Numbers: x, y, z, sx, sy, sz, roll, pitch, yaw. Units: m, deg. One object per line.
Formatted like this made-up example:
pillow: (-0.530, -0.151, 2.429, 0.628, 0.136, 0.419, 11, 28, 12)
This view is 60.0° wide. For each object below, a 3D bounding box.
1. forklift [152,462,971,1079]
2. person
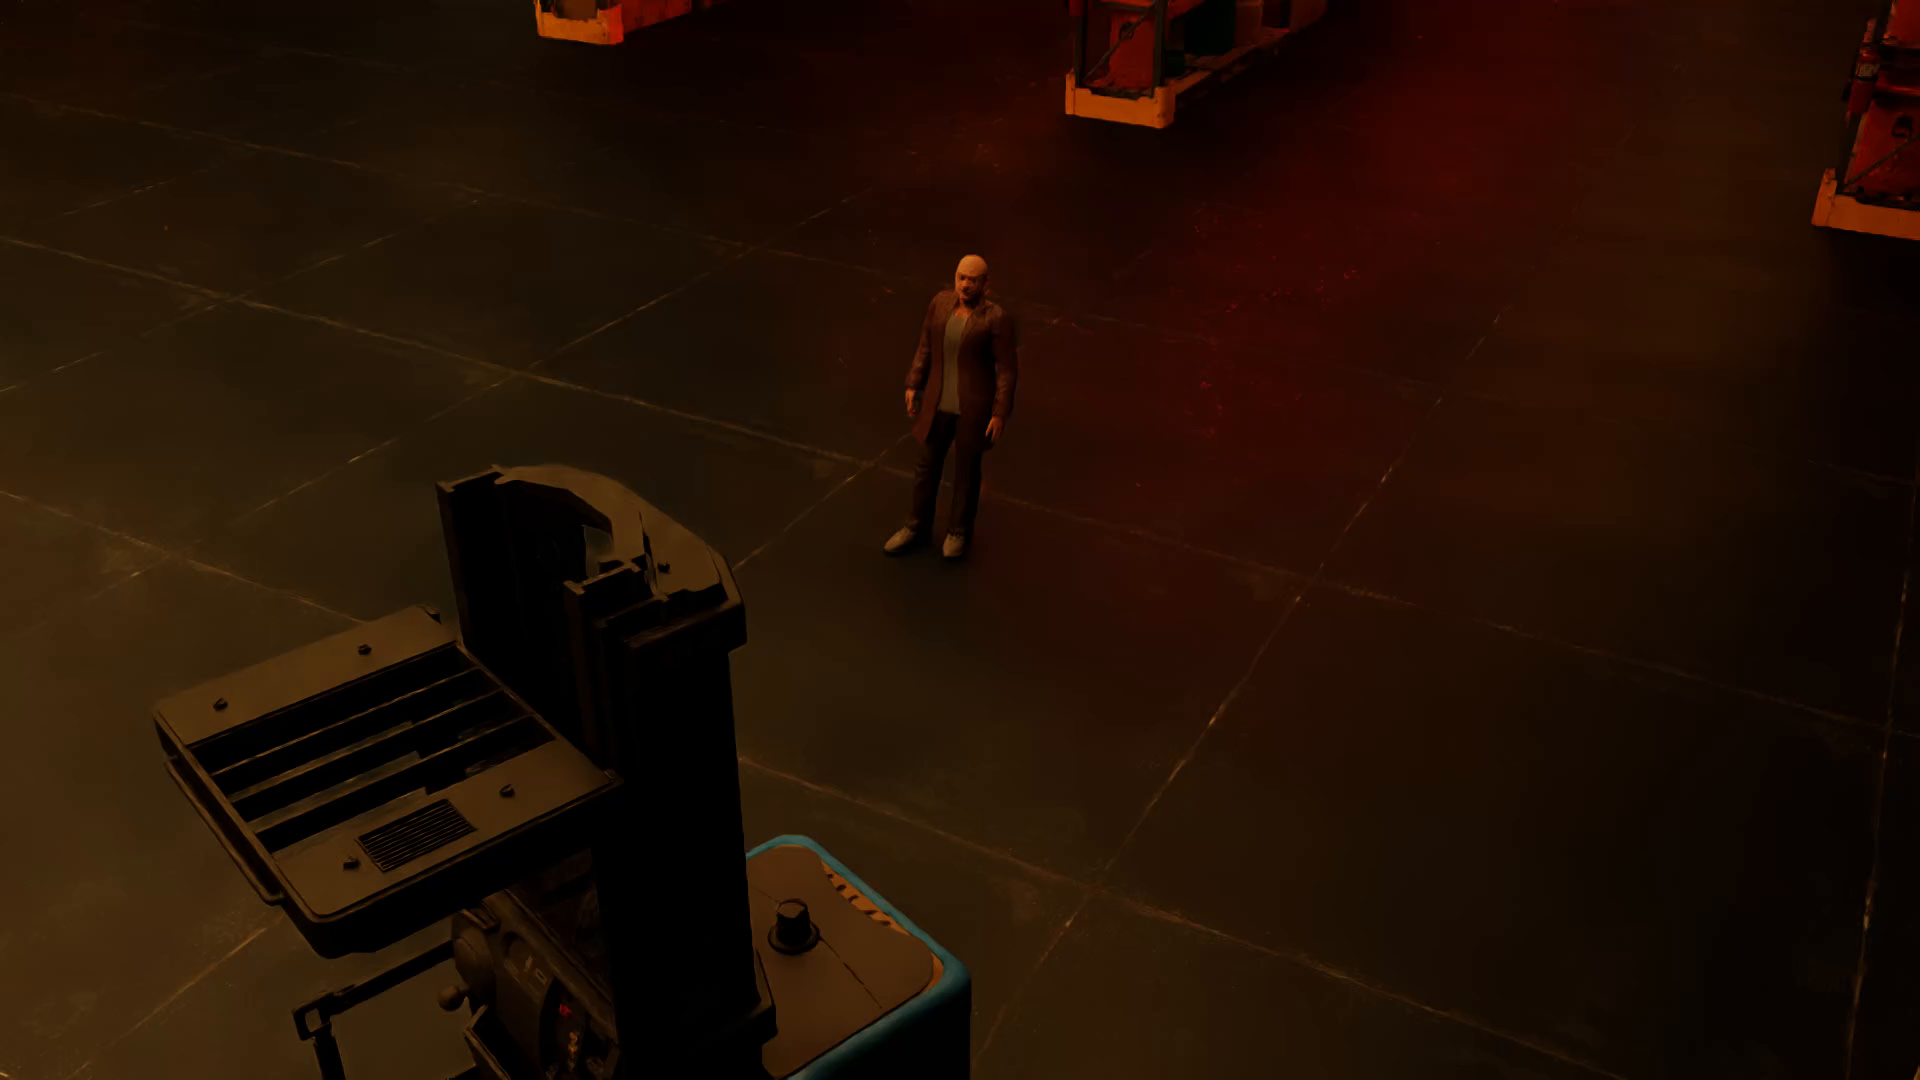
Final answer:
forklift: (-1.392, 1.368, 4.701, 3.031, 2.935, 1.130, -24, 37, -35)
person: (-0.048, -0.737, 9.488, 0.694, 1.776, 0.580, 15, 33, 25)
